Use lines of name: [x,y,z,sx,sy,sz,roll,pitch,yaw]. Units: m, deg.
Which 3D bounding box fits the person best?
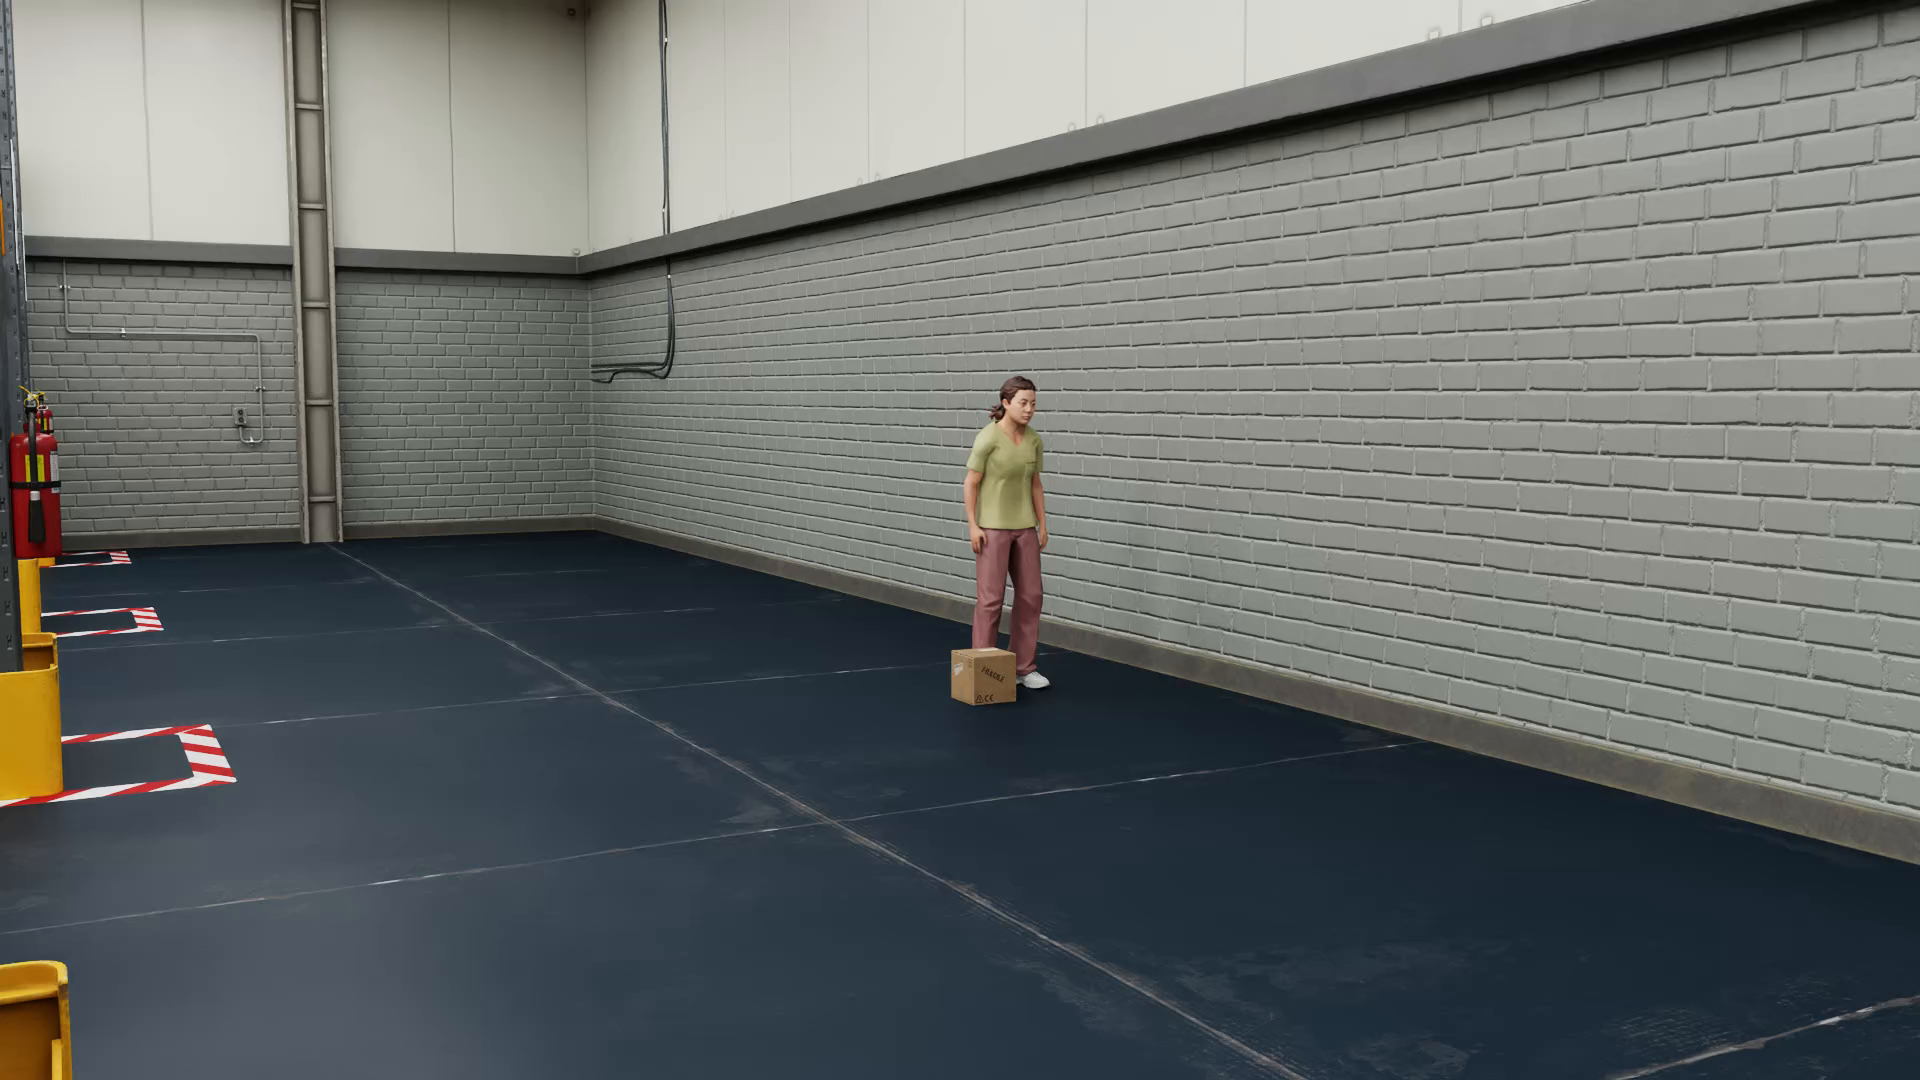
person: [0.266,-0.035,8.889,0.500,1.666,0.359,-3,6,-31]
